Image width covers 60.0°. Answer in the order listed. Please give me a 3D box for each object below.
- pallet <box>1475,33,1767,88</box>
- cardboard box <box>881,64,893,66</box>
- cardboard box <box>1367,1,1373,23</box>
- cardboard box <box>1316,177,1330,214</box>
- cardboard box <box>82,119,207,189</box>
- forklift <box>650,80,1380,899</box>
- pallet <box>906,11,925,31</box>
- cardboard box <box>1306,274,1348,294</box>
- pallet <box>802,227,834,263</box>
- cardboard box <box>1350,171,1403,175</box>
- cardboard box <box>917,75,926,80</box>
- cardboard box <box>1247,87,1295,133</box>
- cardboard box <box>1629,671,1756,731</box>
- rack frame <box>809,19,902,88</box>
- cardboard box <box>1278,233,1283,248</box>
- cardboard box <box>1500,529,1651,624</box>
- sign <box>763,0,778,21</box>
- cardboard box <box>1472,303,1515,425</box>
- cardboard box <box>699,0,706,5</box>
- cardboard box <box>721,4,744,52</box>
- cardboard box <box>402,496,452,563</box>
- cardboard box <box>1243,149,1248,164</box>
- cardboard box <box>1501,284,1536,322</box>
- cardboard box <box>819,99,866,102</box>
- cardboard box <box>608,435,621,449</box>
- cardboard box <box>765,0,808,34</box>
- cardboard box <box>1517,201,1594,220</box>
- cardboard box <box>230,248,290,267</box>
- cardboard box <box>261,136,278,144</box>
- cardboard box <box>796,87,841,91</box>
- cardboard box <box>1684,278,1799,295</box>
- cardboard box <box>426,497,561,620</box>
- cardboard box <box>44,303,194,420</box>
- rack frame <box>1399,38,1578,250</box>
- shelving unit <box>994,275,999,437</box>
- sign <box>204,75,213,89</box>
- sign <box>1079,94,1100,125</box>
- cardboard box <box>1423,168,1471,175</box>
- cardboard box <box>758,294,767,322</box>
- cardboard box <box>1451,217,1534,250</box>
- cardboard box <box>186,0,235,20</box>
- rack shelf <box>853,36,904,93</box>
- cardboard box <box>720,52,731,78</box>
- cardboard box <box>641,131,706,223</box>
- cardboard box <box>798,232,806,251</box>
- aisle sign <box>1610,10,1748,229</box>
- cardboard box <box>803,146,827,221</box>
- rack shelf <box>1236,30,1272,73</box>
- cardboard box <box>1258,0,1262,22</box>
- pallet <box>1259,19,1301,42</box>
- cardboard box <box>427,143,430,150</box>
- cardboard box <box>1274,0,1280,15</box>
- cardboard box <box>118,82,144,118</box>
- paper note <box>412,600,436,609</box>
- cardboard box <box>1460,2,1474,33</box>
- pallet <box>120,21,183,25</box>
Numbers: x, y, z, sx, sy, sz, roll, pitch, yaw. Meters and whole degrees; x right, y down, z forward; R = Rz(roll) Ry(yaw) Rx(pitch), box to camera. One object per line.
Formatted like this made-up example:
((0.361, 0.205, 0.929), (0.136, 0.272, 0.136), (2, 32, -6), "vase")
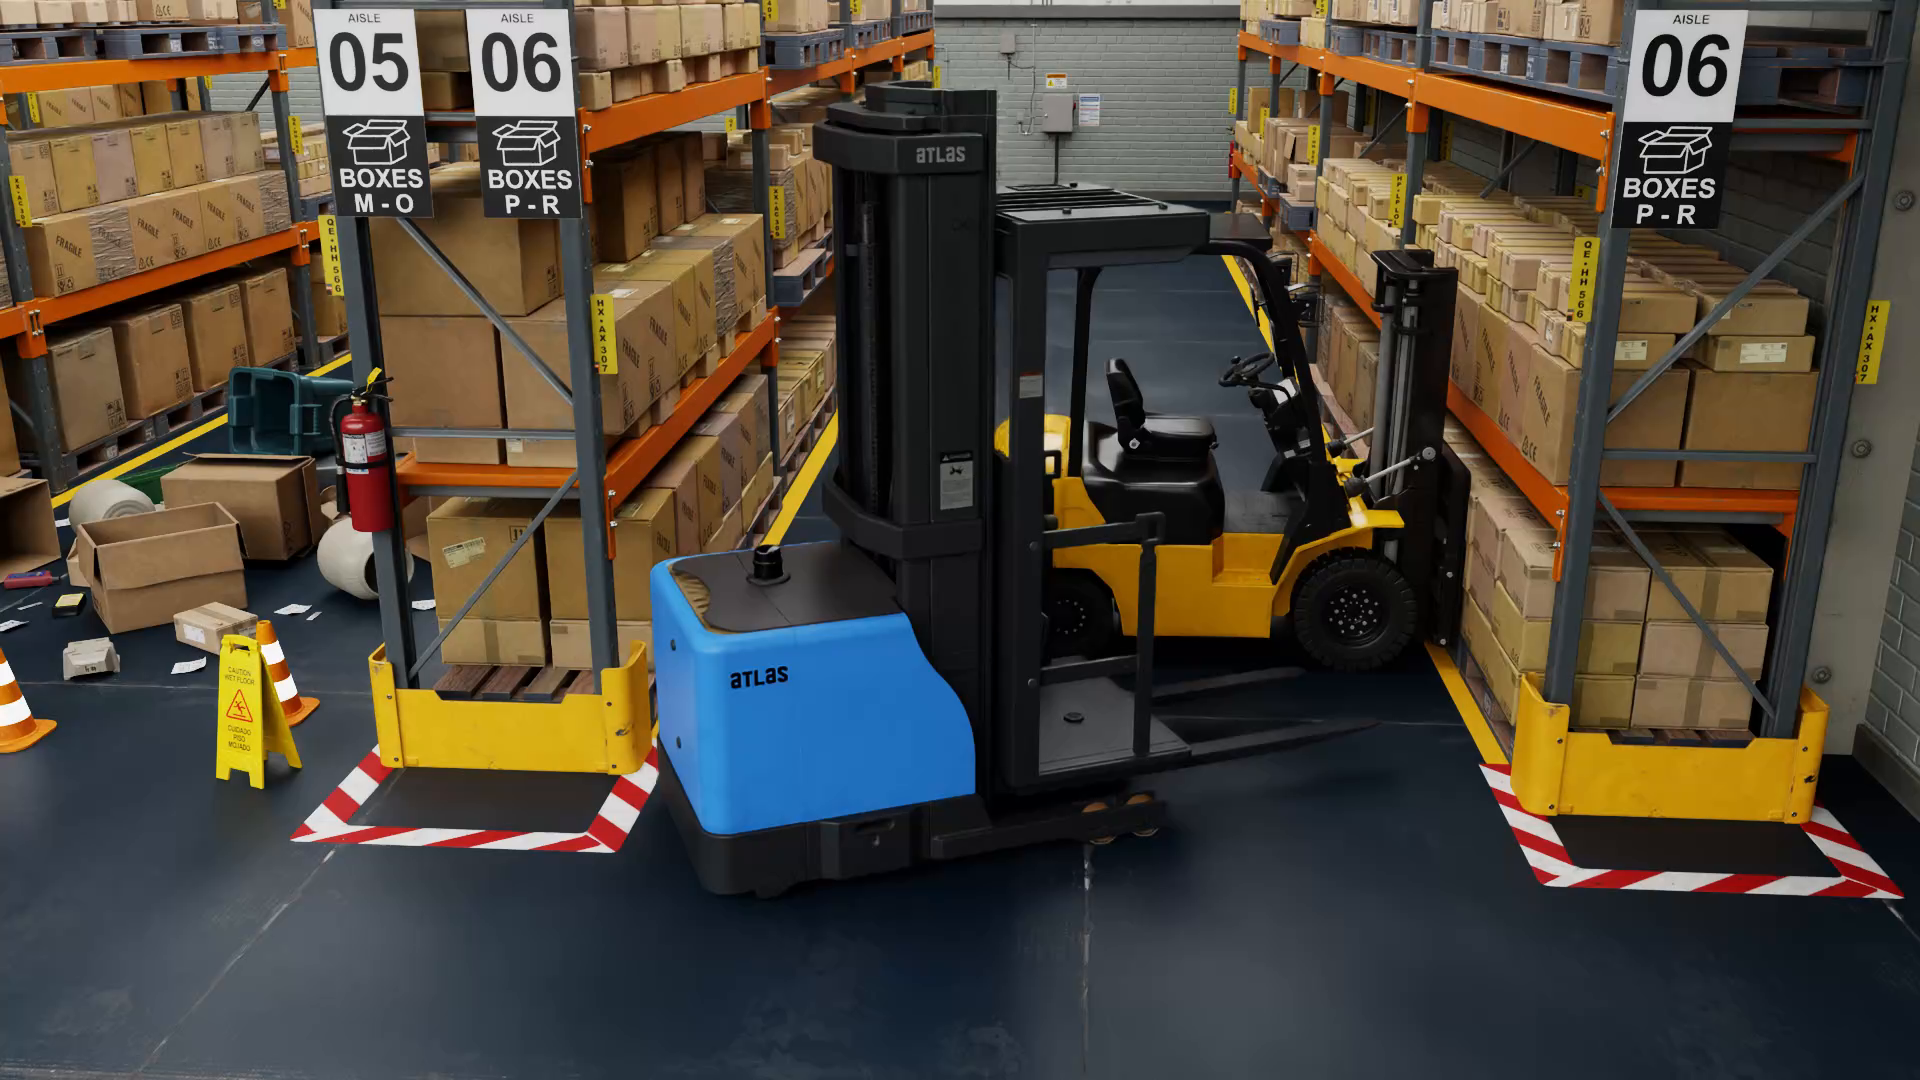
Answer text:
((3.119, -2.311, 7.983), (1.003, 0.211, 1.213), (1, 18, 4), "pallet")
((-0.747, -5.644, 20.021), (0.380, 0.149, 0.250), (2, 18, 6), "cardboard box")
((3.075, -3.712, 11.685), (0.380, 0.149, 0.250), (1, 18, 3), "cardboard box")
((3.230, -2.848, 13.734), (0.500, 0.250, 0.500), (1, 18, 4), "cardboard box")
((-6.477, -3.069, 13.205), (0.700, 0.500, 0.500), (1, 18, 3), "cardboard box")
((0.306, -0.315, 6.677), (3.031, 2.935, 1.130), (-7, 19, -19), "forklift")
((-0.974, -6.180, 19.792), (1.003, 0.211, 1.213), (1, 18, 4), "pallet")
((3.314, -2.292, 14.899), (0.380, 0.149, 0.250), (0, 18, 1), "cardboard box")
((-1.521, -2.216, 12.676), (1.003, 0.211, 1.213), (1, 18, 4), "pallet")
((3.209, -2.753, 12.805), (0.380, 0.149, 0.250), (1, 18, 5), "cardboard box")
((-0.691, -5.458, 20.498), (0.500, 0.500, 0.500), (1, 18, 4), "cardboard box")
((3.696, -5.123, 19.800), (0.500, 0.500, 0.500), (2, 18, 5), "cardboard box")
((3.188, 0.630, 7.423), (0.500, 0.250, 0.500), (1, 18, 4), "cardboard box")
((-1.134, -4.165, 18.317), (1.000, 3.000, 0.127), (1, 18, 4), "rack frame")
((3.584, -3.182, 17.615), (0.380, 0.149, 0.250), (1, 18, 2), "cardboard box")
((2.679, 0.154, 7.273), (0.500, 0.250, 0.500), (2, 18, 6), "cardboard box")
((-1.165, -3.342, 10.157), (0.100, 0.325, 0.005), (1, 18, 4), "sign")
((2.813, -0.855, 8.054), (0.500, 0.500, 0.500), (1, 18, 3), "cardboard box")
((-1.538, -2.858, 8.632), (0.380, 0.149, 0.250), (1, 18, 5), "cardboard box")
((-1.506, -2.876, 9.328), (0.500, 0.250, 0.500), (1, 18, 3), "cardboard box")
((-3.141, -0.191, 10.200), (0.500, 0.500, 0.500), (17, 25, 41), "cardboard box")
((3.665, -4.683, 20.302), (0.380, 0.149, 0.250), (1, 18, 2), "cardboard box")
((2.772, -1.118, 7.816), (0.380, 0.149, 0.250), (1, 18, 2), "cardboard box")
((-1.063, -3.908, 15.765), (0.500, 0.500, 0.500), (2, 18, 5), "cardboard box")
((-1.759, -0.498, 7.530), (0.380, 0.149, 0.250), (2, 18, 5), "cardboard box")
((-1.265, -3.407, 10.751), (0.500, 0.250, 0.500), (1, 18, 2), "cardboard box")
((3.463, -1.885, 9.678), (0.380, 0.149, 0.250), (1, 18, 2), "cardboard box")
((-6.577, -2.588, 15.640), (0.500, 0.250, 0.500), (1, 18, 3), "cardboard box")
((-6.733, -3.769, 15.883), (0.380, 0.149, 0.250), (2, 18, 6), "cardboard box")
((-1.452, -4.557, 17.748), (0.500, 0.500, 0.500), (1, 18, 5), "cardboard box")
((3.276, -1.006, 6.997), (0.380, 0.149, 0.250), (2, 18, 6), "cardboard box")
((-2.197, 0.058, 7.966), (0.500, 0.500, 0.500), (1, 18, 4), "cardboard box")
((-6.624, -1.384, 12.769), (1.050, 0.750, 0.750), (1, 18, 4), "cardboard box")
((3.244, -1.571, 10.399), (1.000, 3.000, 0.127), (1, 18, 4), "rack frame")
((0.012, -1.049, 10.253), (0.431, 2.100, 0.503), (1, 18, 4), "shelving unit")
((-10.191, -6.275, 22.516), (0.100, 0.325, 0.005), (1, 18, 4), "sign")
((2.126, -7.075, 27.350), (0.329, 0.494, 0.001), (1, 18, 4), "sign")
((3.775, -2.823, 13.018), (0.380, 0.149, 0.250), (1, 18, 3), "cardboard box")
((-1.426, -1.454, 10.448), (0.380, 0.149, 0.250), (1, 18, 3), "cardboard box")
((2.875, -1.654, 8.973), (0.380, 0.149, 0.250), (1, 18, 3), "cardboard box")
((-6.141, -4.301, 13.222), (0.500, 0.311, 0.500), (1, 18, 4), "cardboard box")
((-1.277, -4.627, 16.066), (1.077, 0.370, 4.000), (1, 18, 4), "rack shelf")
((-1.526, -2.725, 9.509), (0.380, 0.149, 0.250), (1, 18, 4), "cardboard box")
((-1.955, -2.213, 10.114), (0.700, 0.500, 0.500), (1, 18, 3), "cardboard box")
((-1.321, -2.171, 11.961), (0.380, 0.149, 0.250), (2, 18, 5), "cardboard box")
((2.660, -1.550, 6.161), (0.394, 0.787, 0.004), (1, 18, 4), "aisle sign")
((-1.277, -2.677, 12.462), (0.500, 0.500, 0.500), (1, 18, 2), "cardboard box")
((3.961, -5.760, 19.523), (1.077, 0.370, 4.000), (1, 18, 4), "rack shelf")
((3.677, -6.027, 18.945), (0.500, 0.250, 0.500), (2, 18, 5), "cardboard box")
((3.701, -5.191, 16.931), (1.213, 0.211, 1.003), (1, 18, 4), "pallet")
((-5.927, -4.256, 17.845), (0.380, 0.149, 0.250), (1, 18, 4), "cardboard box")
((3.322, -5.287, 16.494), (0.380, 0.149, 0.250), (2, 18, 5), "cardboard box")
((-11.071, -5.757, 21.733), (0.500, 0.500, 0.500), (1, 18, 3), "cardboard box")
((-2.989, 0.354, 9.293), (0.142, 0.019, 0.148), (-5, 19, -15), "paper note")
((2.854, -2.753, 8.757), (0.380, 0.149, 0.250), (2, 18, 6), "cardboard box")
((-10.774, -6.781, 21.626), (1.003, 0.211, 1.213), (1, 18, 4), "pallet")
